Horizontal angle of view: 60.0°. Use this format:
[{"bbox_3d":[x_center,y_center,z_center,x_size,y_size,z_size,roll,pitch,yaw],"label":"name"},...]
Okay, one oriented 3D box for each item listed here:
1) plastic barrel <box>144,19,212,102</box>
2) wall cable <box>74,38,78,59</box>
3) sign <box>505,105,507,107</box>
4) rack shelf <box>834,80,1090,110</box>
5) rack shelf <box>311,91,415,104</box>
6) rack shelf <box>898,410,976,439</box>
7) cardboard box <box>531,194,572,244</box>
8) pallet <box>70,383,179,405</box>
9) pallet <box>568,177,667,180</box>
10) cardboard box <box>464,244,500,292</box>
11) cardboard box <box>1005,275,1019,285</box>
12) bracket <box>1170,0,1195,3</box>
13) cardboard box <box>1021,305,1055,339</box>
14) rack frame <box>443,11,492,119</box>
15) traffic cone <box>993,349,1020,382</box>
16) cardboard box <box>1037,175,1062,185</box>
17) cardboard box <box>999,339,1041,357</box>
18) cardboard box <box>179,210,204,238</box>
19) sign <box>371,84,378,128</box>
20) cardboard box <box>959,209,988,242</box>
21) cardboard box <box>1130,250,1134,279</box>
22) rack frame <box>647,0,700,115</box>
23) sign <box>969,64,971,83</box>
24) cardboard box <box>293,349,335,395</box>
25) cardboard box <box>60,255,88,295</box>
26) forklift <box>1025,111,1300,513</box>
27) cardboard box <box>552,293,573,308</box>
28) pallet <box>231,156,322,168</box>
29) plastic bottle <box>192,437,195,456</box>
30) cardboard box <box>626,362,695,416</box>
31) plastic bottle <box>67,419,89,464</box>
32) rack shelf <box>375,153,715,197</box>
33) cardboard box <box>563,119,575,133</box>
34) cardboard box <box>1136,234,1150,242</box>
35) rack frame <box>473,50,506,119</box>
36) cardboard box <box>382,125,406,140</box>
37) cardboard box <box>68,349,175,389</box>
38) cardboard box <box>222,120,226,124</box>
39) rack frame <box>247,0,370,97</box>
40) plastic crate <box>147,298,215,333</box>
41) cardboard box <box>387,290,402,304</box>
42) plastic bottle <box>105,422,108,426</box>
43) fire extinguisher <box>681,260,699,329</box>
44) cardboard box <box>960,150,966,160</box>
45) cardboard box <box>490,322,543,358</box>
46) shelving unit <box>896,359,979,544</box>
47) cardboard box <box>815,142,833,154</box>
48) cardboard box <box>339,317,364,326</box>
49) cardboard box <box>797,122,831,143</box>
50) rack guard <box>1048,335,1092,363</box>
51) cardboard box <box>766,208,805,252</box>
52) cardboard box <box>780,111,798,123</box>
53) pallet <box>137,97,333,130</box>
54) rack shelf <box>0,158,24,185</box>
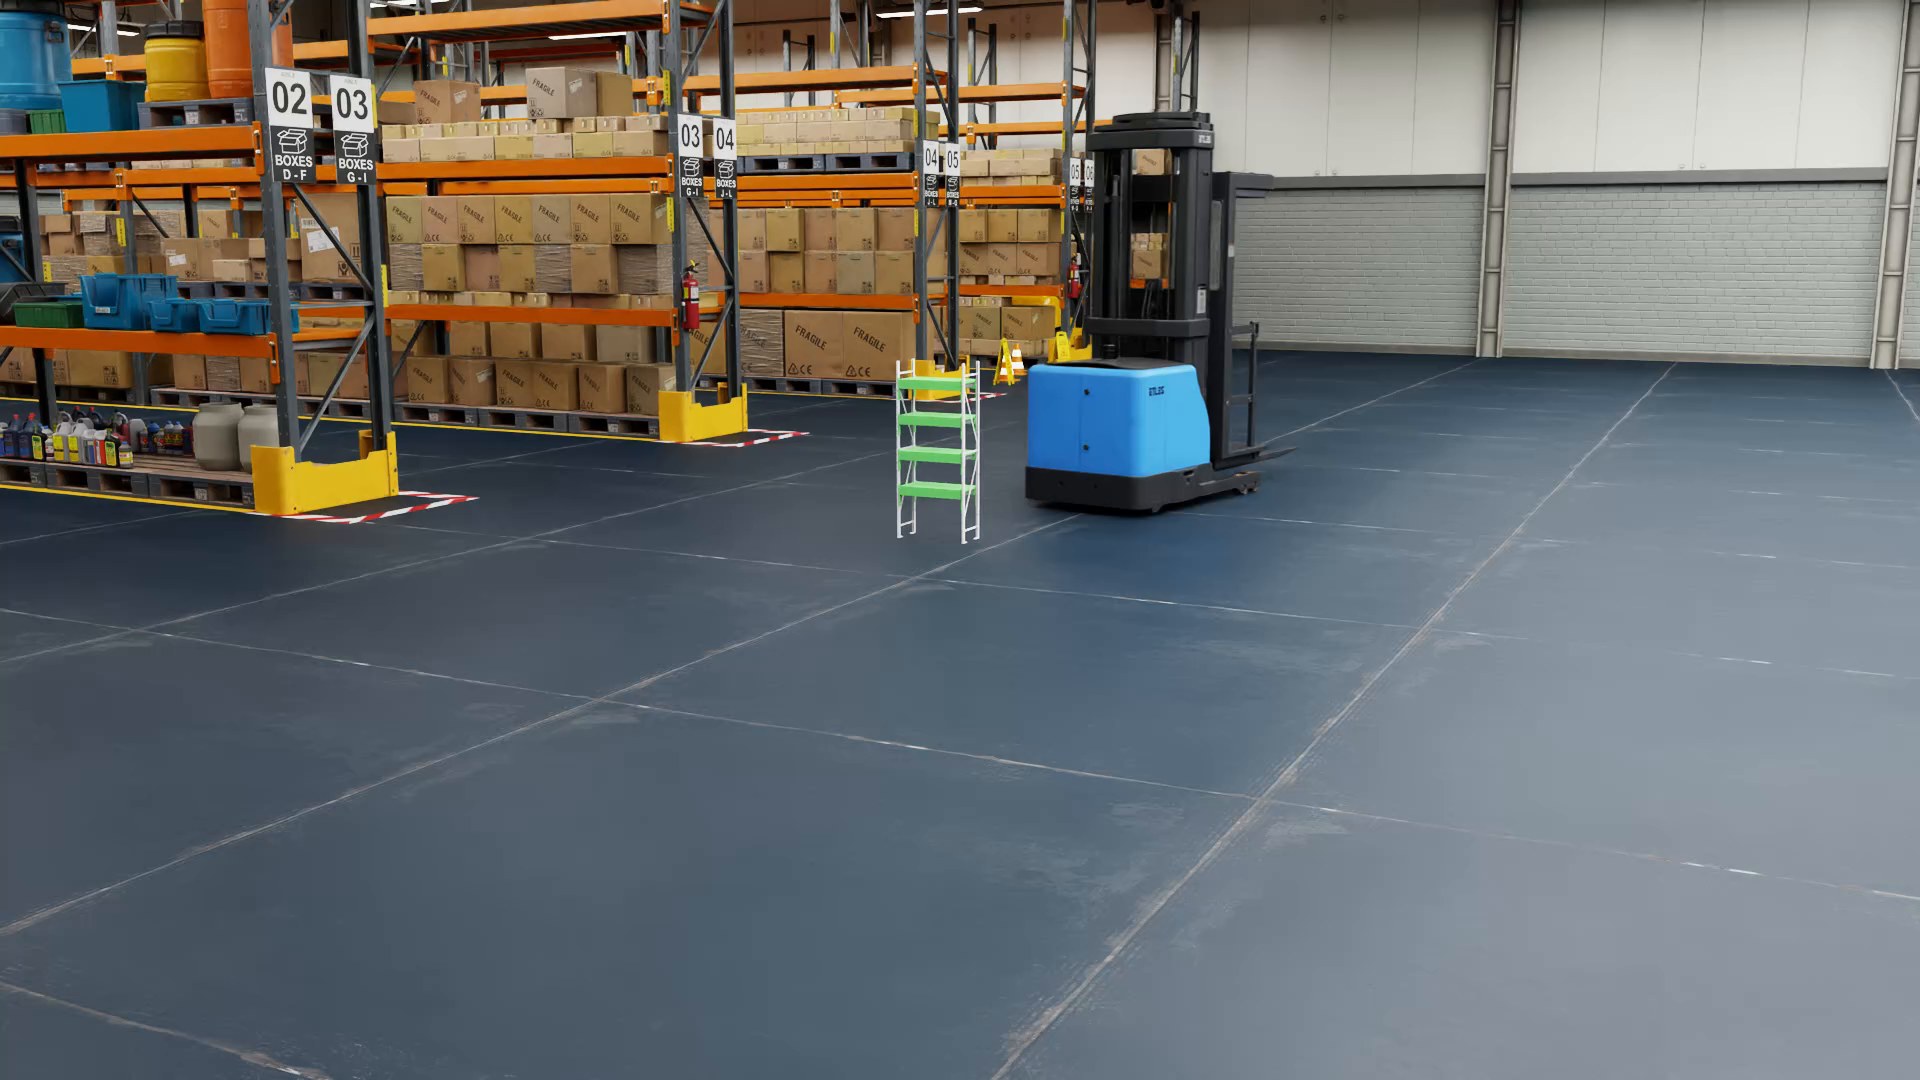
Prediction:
[{"bbox_3d":[-5.844,-3.607,12.607,0.600,0.588,0.600,0,10,0],"label":"plastic barrel"},{"bbox_3d":[-17.428,-8.872,34.983,0.029,3.000,2.355,5,11,26],"label":"wall cable"},{"bbox_3d":[-10.081,-9.766,36.857,0.005,0.325,0.100,5,11,26],"label":"sign"},{"bbox_3d":[0.017,-6.890,26.061,4.000,0.370,1.077,5,11,26],"label":"rack shelf"},{"bbox_3d":[-9.257,-6.527,25.167,4.000,0.370,1.077,5,11,26],"label":"rack shelf"},{"bbox_3d":[-0.148,-0.777,11.164,0.480,0.148,0.258,5,11,26],"label":"rack shelf"},{"bbox_3d":[-4.075,-3.323,17.244,0.500,0.500,0.500,5,11,26],"label":"cardboard box"},{"bbox_3d":[-10.422,-1.886,21.056,1.213,0.211,1.003,5,11,26],"label":"pallet"},{"bbox_3d":[-4.720,-5.099,23.095,1.217,0.209,0.805,5,11,24],"label":"pallet"},{"bbox_3d":[-4.859,-2.950,17.993,0.500,0.500,0.875,5,11,26],"label":"cardboard box"},{"bbox_3d":[0.884,-4.033,25.799,0.250,0.149,0.380,5,11,25],"label":"cardboard box"},{"bbox_3d":[3.993,-9.762,29.791,0.430,0.232,0.235,5,11,26],"label":"bracket"},{"bbox_3d":[1.188,-3.468,26.406,0.500,0.500,0.500,5,11,24],"label":"cardboard box"},{"bbox_3d":[-8.951,-8.034,30.350,0.127,3.000,1.000,5,11,26],"label":"rack frame"},{"bbox_3d":[0.668,-2.511,23.807,0.334,0.463,0.336,5,11,26],"label":"traffic cone"},{"bbox_3d":[1.367,-5.472,25.324,0.250,0.149,0.380,5,11,26],"label":"cardboard box"},{"bbox_3d":[0.945,-3.012,25.992,0.500,0.250,0.500,5,11,26],"label":"cardboard box"},{"bbox_3d":[-12.057,-5.004,26.534,0.500,0.500,0.500,5,11,24],"label":"cardboard box"},{"bbox_3d":[-4.518,-3.330,12.760,0.005,0.325,0.100,5,11,26],"label":"sign"},{"bbox_3d":[0.303,-4.894,25.923,0.500,0.500,0.700,5,11,25],"label":"cardboard box"},{"bbox_3d":[2.985,-5.017,30.249,0.500,0.500,0.500,5,12,28],"label":"cardboard box"},{"bbox_3d":[-3.876,-6.605,22.455,0.127,3.000,1.000,5,11,26],"label":"rack frame"},{"bbox_3d":[0.187,-8.607,30.675,0.005,0.325,0.100,5,11,26],"label":"sign"},{"bbox_3d":[-7.624,-1.991,19.594,0.500,0.500,0.700,4,11,21],"label":"cardboard box"},{"bbox_3d":[-10.745,-3.272,20.608,0.500,0.500,0.500,5,11,25],"label":"cardboard box"},{"bbox_3d":[1.779,-1.851,13.230,1.130,2.935,3.031,8,13,36],"label":"forklift"},{"bbox_3d":[-4.049,-2.515,17.409,0.250,0.149,0.380,5,11,26],"label":"cardboard box"},{"bbox_3d":[-7.599,-4.399,19.218,1.003,0.211,1.213,5,11,26],"label":"pallet"},{"bbox_3d":[-6.346,-0.802,13.864,0.097,0.201,0.097,0,10,0],"label":"plastic bottle"},{"bbox_3d":[-3.127,-1.582,17.387,0.500,0.500,0.500,8,13,36],"label":"cardboard box"},{"bbox_3d":[-7.095,-0.797,13.417,0.185,0.351,0.144,6,12,28],"label":"plastic bottle"},{"bbox_3d":[-4.368,-3.833,17.583,4.000,0.370,1.077,5,11,26],"label":"rack shelf"},{"bbox_3d":[-3.839,-4.222,17.016,0.250,0.149,0.380,5,11,26],"label":"cardboard box"},{"bbox_3d":[3.354,-5.453,29.999,0.250,0.149,0.380,5,11,26],"label":"cardboard box"},{"bbox_3d":[-10.345,-9.142,36.474,0.127,3.000,1.000,5,11,26],"label":"rack frame"},{"bbox_3d":[-6.006,-4.392,17.954,0.250,0.149,0.380,5,11,24],"label":"cardboard box"},{"bbox_3d":[-10.358,-2.402,20.869,0.875,0.875,1.225,4,11,23],"label":"cardboard box"},{"bbox_3d":[-8.533,-4.798,19.209,0.500,0.500,0.500,5,11,24],"label":"cardboard box"},{"bbox_3d":[-4.766,-4.714,12.010,0.127,3.000,1.000,5,11,26],"label":"rack frame"},{"bbox_3d":[-5.927,-1.733,12.799,0.408,0.251,0.499,5,11,26],"label":"plastic crate"},{"bbox_3d":[-6.101,-2.680,18.320,0.250,0.149,0.380,5,11,26],"label":"cardboard box"},{"bbox_3d":[-7.311,-0.931,14.345,0.133,0.283,0.061,6,12,30],"label":"plastic bottle"},{"bbox_3d":[-2.675,-2.433,16.465,0.183,0.674,0.296,5,11,26],"label":"fire extinguisher"},{"bbox_3d":[-0.013,-5.976,25.869,0.250,0.149,0.380,5,12,27],"label":"cardboard box"},{"bbox_3d":[-6.171,-2.937,24.172,0.750,0.750,1.050,5,11,27],"label":"cardboard box"},{"bbox_3d":[-0.148,-0.603,11.195,0.503,1.200,0.258,5,11,26],"label":"shelving unit"},{"bbox_3d":[-1.650,-4.998,21.246,0.250,0.149,0.380,5,11,25],"label":"cardboard box"},{"bbox_3d":[-9.099,-3.406,25.361,0.500,0.250,0.500,5,12,27],"label":"cardboard box"},{"bbox_3d":[-1.749,-5.215,21.326,0.500,0.250,0.500,5,11,25],"label":"cardboard box"},{"bbox_3d":[1.743,-2.912,25.916,0.348,0.500,1.175,5,11,26],"label":"rack guard"},{"bbox_3d":[-2.113,-4.093,21.972,0.500,0.550,0.875,5,11,26],"label":"cardboard box"},{"bbox_3d":[-2.109,-5.431,21.397,0.250,0.149,0.380,5,11,26],"label":"cardboard box"},{"bbox_3d":[-5.464,-3.226,12.740,1.213,0.211,1.003,5,11,26],"label":"pallet"},{"bbox_3d":[-10.146,-3.357,14.953,4.000,0.370,1.077,5,11,26],"label":"rack shelf"}]
